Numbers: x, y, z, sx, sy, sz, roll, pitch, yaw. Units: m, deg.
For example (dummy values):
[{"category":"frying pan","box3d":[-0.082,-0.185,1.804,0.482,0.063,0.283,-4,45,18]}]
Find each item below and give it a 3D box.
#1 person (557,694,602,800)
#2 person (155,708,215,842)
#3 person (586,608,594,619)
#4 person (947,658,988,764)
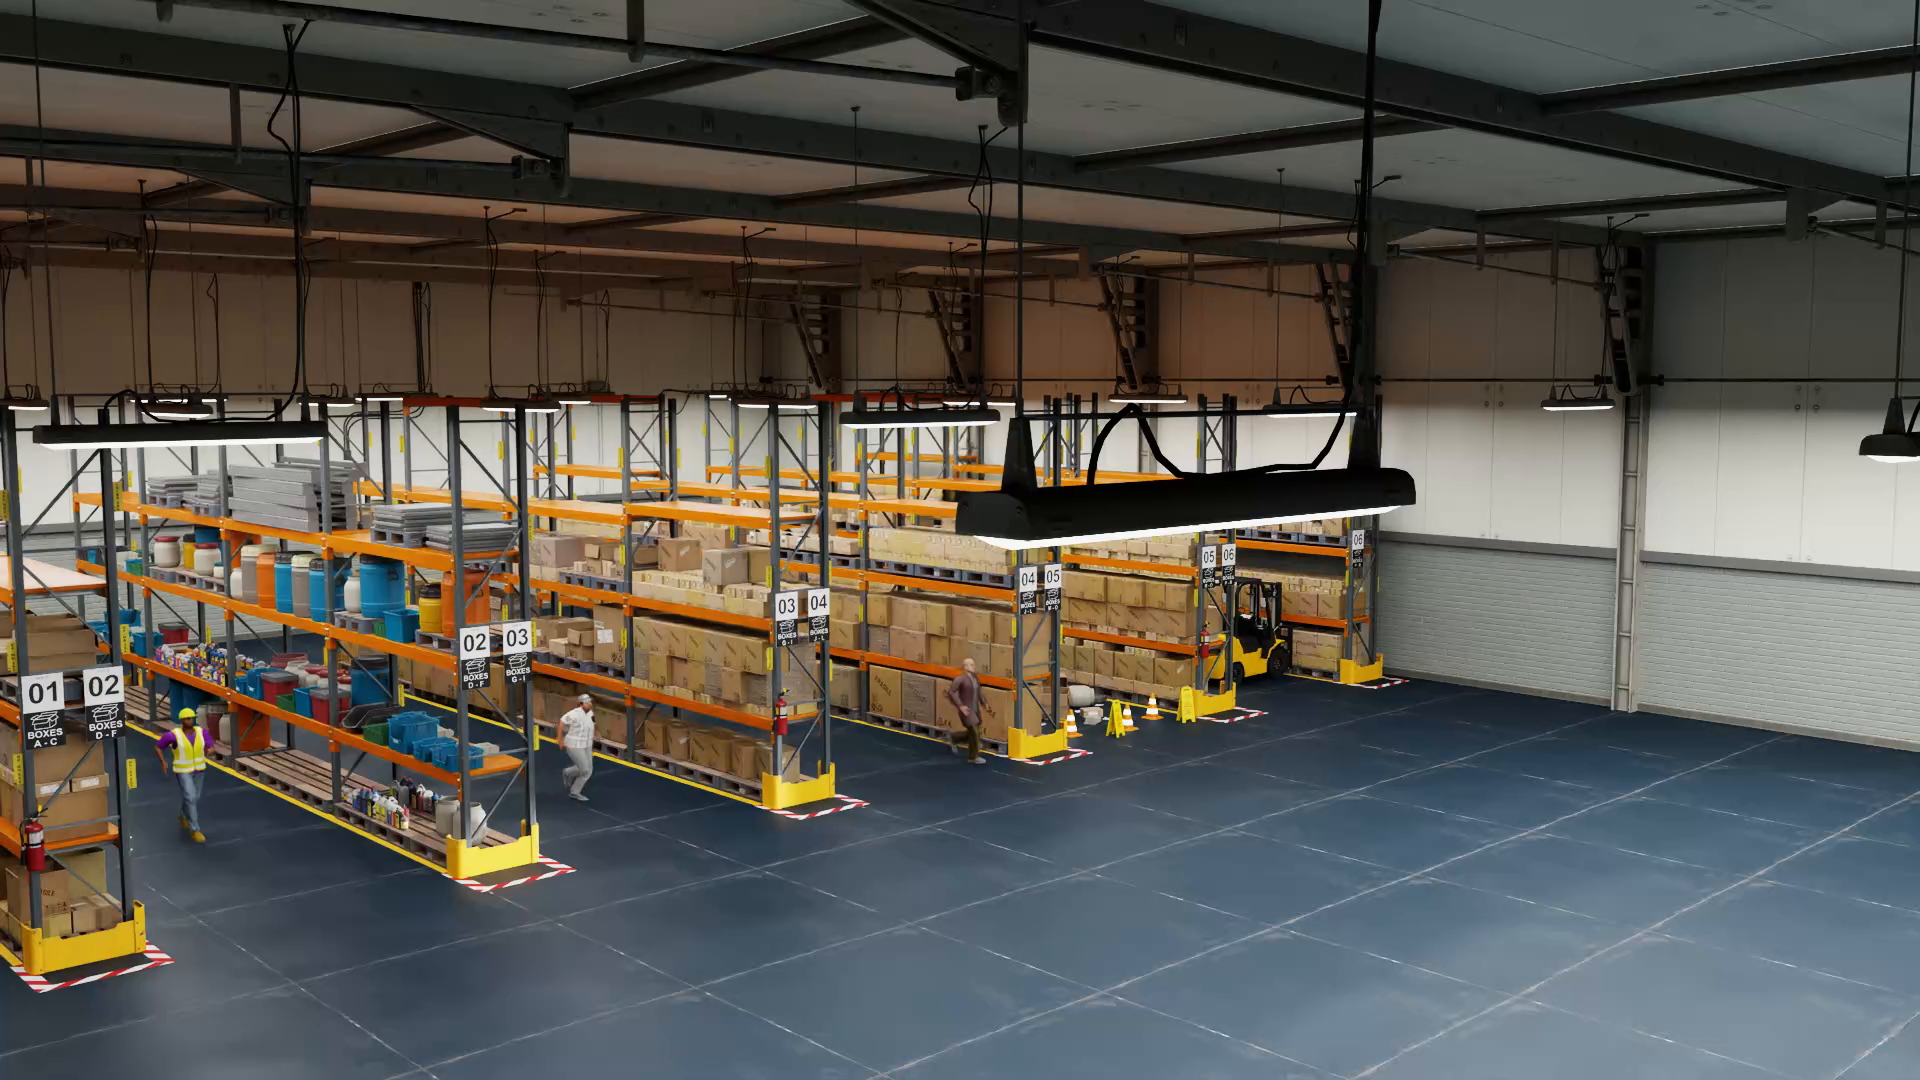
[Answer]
[{"category":"person","box3d":[-5.694,3.124,25.036,0.623,1.619,0.645,3,6,29]},{"category":"person","box3d":[-10.633,3.204,22.958,0.922,1.781,0.692,4,7,37]},{"category":"person","box3d":[-8.999,1.571,40.960,0.577,1.603,0.584,1,6,6]},{"category":"person","box3d":[0.092,2.807,27.437,0.827,1.736,0.746,4,7,35]}]
